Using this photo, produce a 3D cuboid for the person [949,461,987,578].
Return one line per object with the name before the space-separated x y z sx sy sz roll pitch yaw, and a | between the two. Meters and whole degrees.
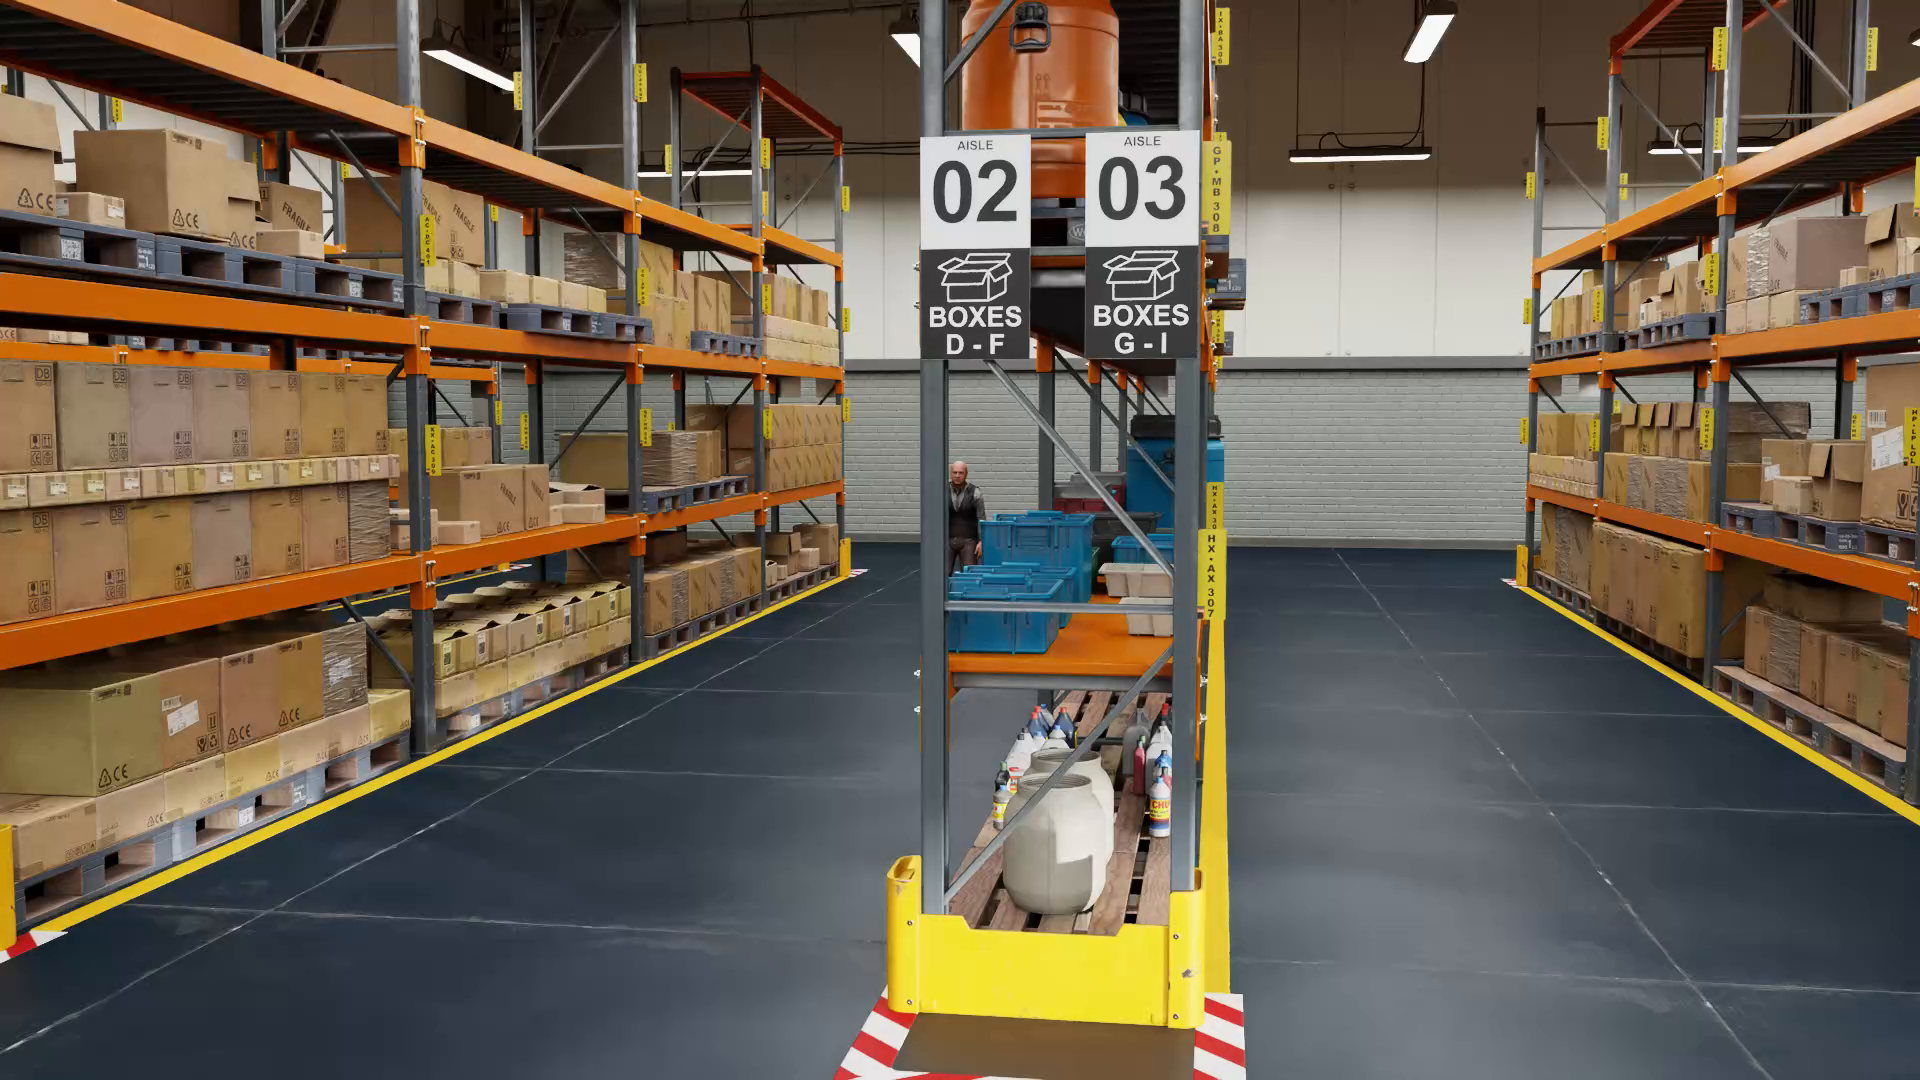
person | -0.021 0.104 16.965 0.578 1.616 0.397 1 4 8
